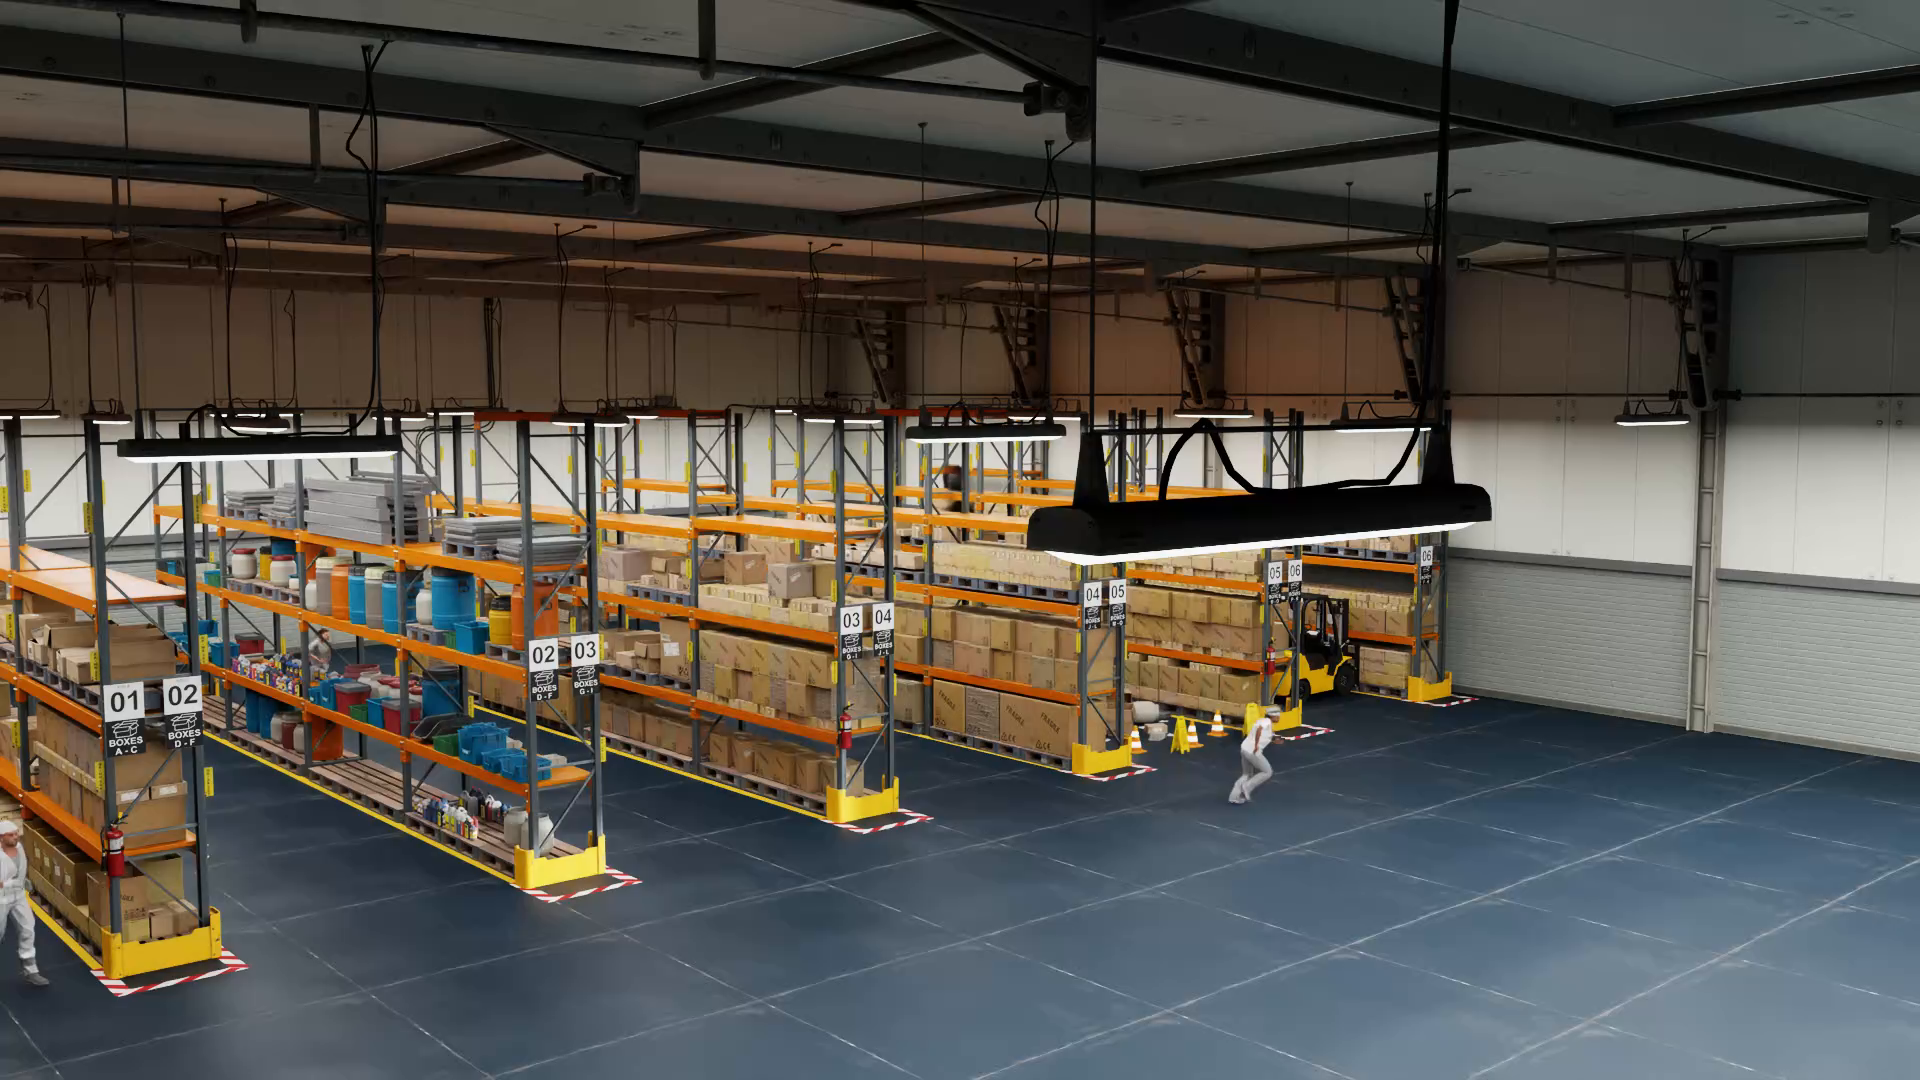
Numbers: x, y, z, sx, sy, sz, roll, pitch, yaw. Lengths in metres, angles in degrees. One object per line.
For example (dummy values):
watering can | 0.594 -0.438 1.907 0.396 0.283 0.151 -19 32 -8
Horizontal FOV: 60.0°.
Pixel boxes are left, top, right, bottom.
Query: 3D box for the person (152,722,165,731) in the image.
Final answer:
person | -13.464 3.073 27.806 0.888 1.632 0.698 2 6 26

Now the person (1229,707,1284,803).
person | 4.595 3.329 25.654 0.880 1.491 0.605 -1 5 -9

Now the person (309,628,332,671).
person | -13.117 2.572 33.945 1.009 1.624 0.595 4 6 37

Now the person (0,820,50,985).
person | -10.199 3.855 17.741 1.019 1.763 0.646 2 5 22
